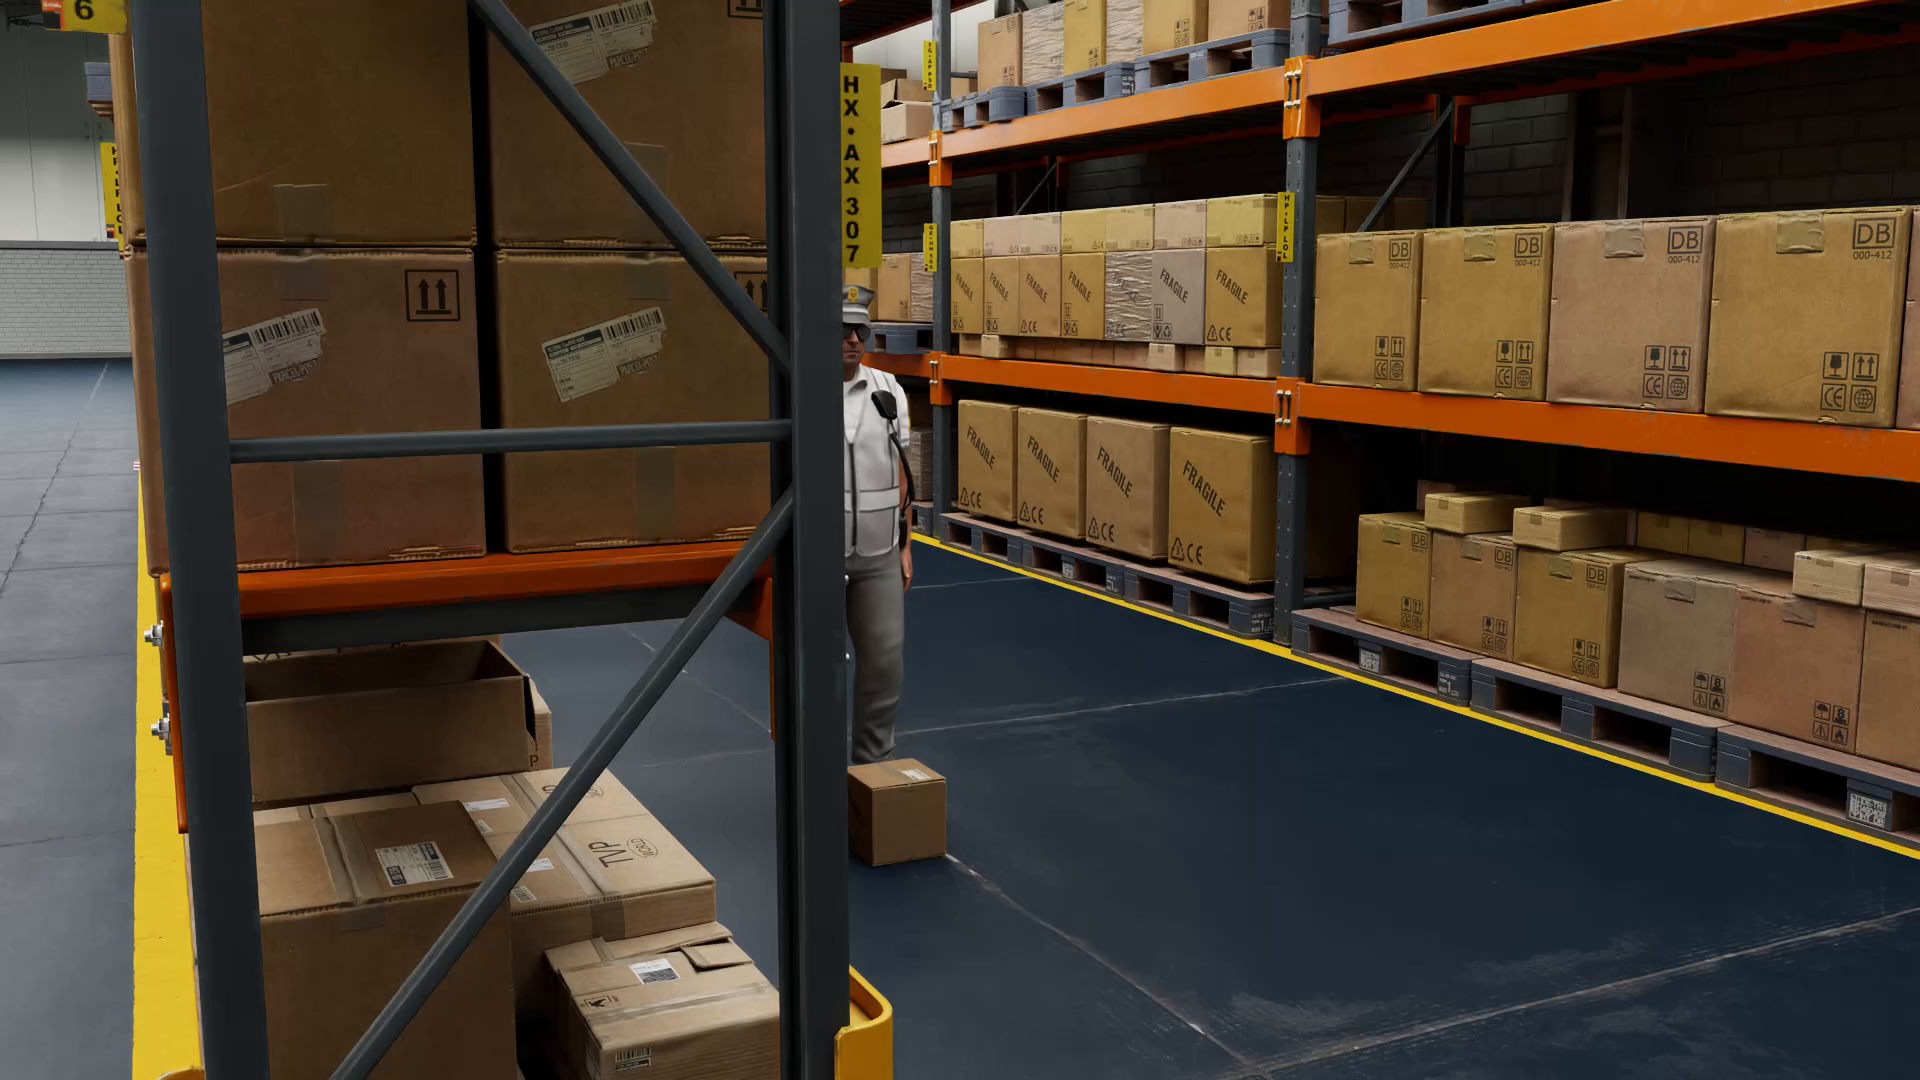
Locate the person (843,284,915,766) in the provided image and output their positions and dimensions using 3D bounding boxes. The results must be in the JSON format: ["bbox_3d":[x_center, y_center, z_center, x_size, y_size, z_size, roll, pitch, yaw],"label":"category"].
[{"bbox_3d":[-0.392,0.044,5.551,0.529,1.778,0.394,-3,9,-22],"label":"person"}]
